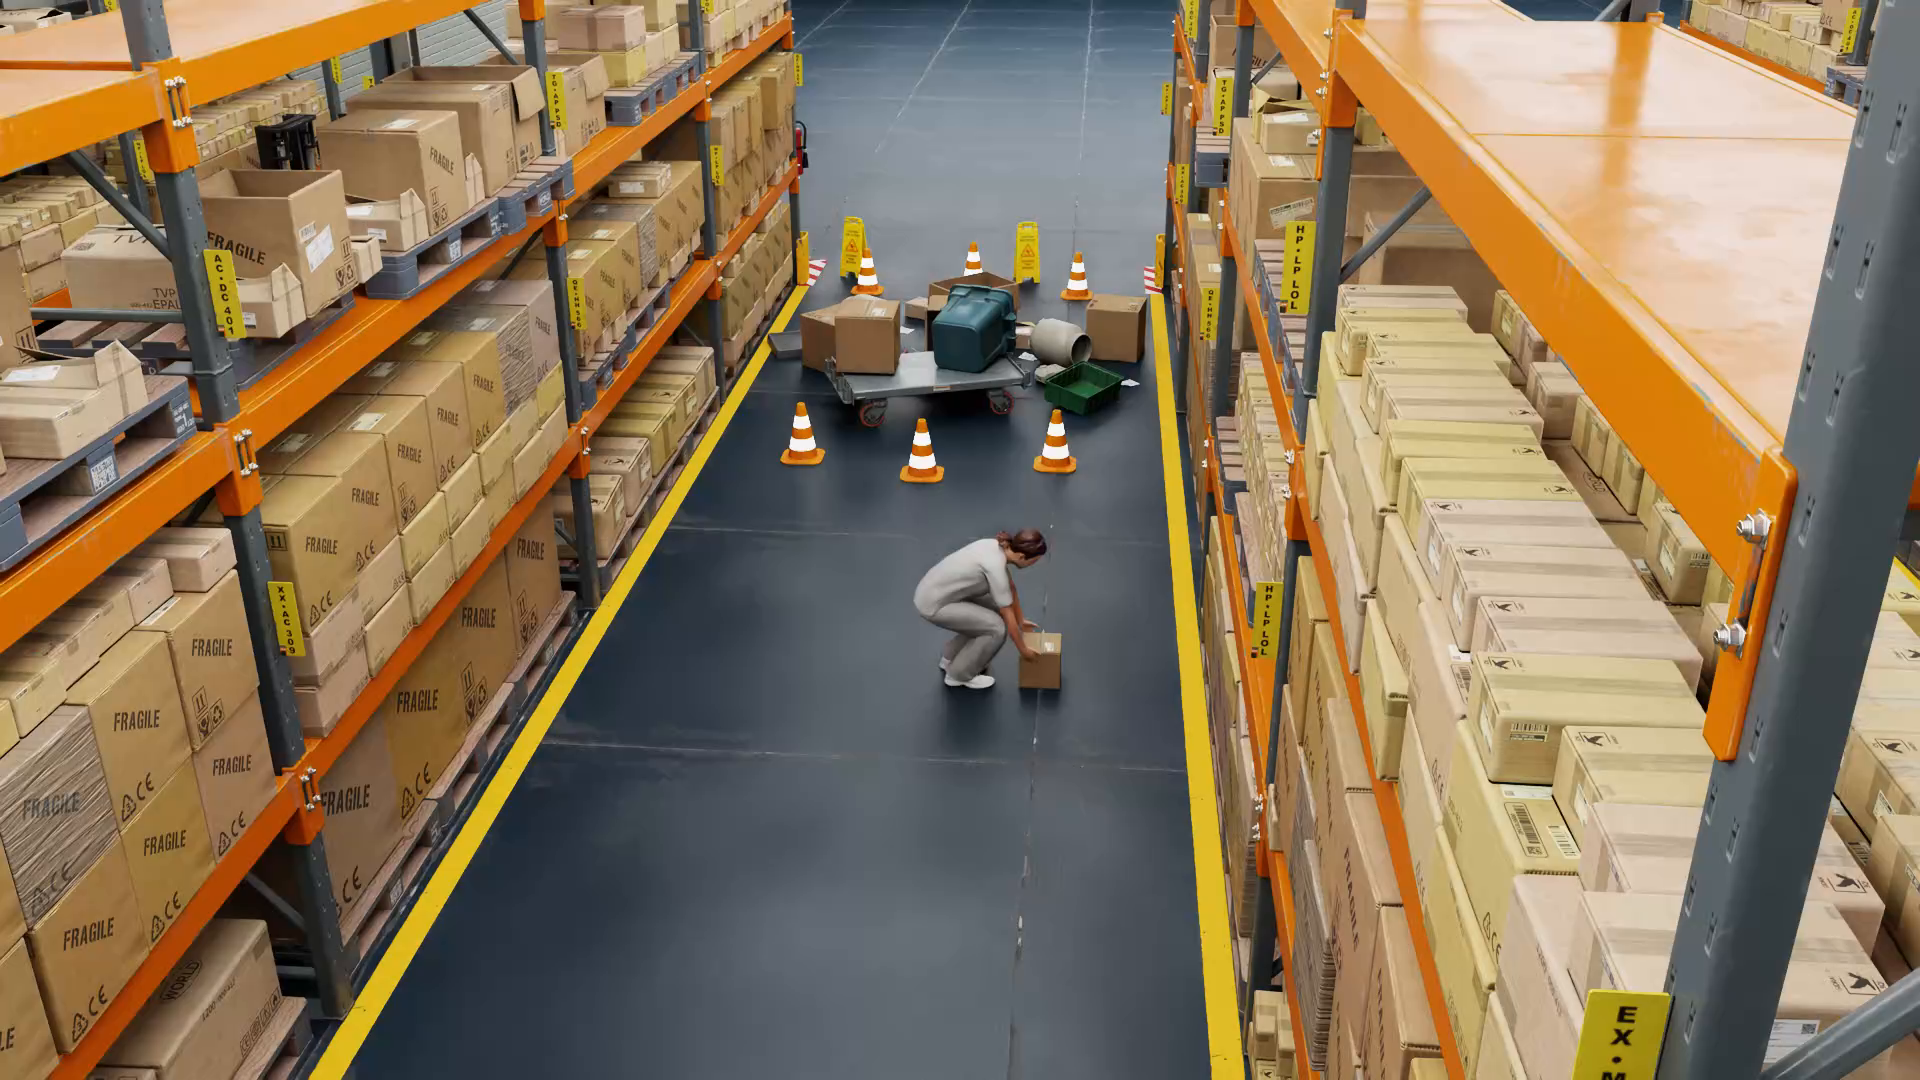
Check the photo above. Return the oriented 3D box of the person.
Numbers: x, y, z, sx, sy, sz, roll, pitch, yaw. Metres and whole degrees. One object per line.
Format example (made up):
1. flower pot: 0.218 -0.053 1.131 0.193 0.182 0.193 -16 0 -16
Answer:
1. person: 0.120 0.382 10.007 0.787 0.974 0.481 2 25 4
